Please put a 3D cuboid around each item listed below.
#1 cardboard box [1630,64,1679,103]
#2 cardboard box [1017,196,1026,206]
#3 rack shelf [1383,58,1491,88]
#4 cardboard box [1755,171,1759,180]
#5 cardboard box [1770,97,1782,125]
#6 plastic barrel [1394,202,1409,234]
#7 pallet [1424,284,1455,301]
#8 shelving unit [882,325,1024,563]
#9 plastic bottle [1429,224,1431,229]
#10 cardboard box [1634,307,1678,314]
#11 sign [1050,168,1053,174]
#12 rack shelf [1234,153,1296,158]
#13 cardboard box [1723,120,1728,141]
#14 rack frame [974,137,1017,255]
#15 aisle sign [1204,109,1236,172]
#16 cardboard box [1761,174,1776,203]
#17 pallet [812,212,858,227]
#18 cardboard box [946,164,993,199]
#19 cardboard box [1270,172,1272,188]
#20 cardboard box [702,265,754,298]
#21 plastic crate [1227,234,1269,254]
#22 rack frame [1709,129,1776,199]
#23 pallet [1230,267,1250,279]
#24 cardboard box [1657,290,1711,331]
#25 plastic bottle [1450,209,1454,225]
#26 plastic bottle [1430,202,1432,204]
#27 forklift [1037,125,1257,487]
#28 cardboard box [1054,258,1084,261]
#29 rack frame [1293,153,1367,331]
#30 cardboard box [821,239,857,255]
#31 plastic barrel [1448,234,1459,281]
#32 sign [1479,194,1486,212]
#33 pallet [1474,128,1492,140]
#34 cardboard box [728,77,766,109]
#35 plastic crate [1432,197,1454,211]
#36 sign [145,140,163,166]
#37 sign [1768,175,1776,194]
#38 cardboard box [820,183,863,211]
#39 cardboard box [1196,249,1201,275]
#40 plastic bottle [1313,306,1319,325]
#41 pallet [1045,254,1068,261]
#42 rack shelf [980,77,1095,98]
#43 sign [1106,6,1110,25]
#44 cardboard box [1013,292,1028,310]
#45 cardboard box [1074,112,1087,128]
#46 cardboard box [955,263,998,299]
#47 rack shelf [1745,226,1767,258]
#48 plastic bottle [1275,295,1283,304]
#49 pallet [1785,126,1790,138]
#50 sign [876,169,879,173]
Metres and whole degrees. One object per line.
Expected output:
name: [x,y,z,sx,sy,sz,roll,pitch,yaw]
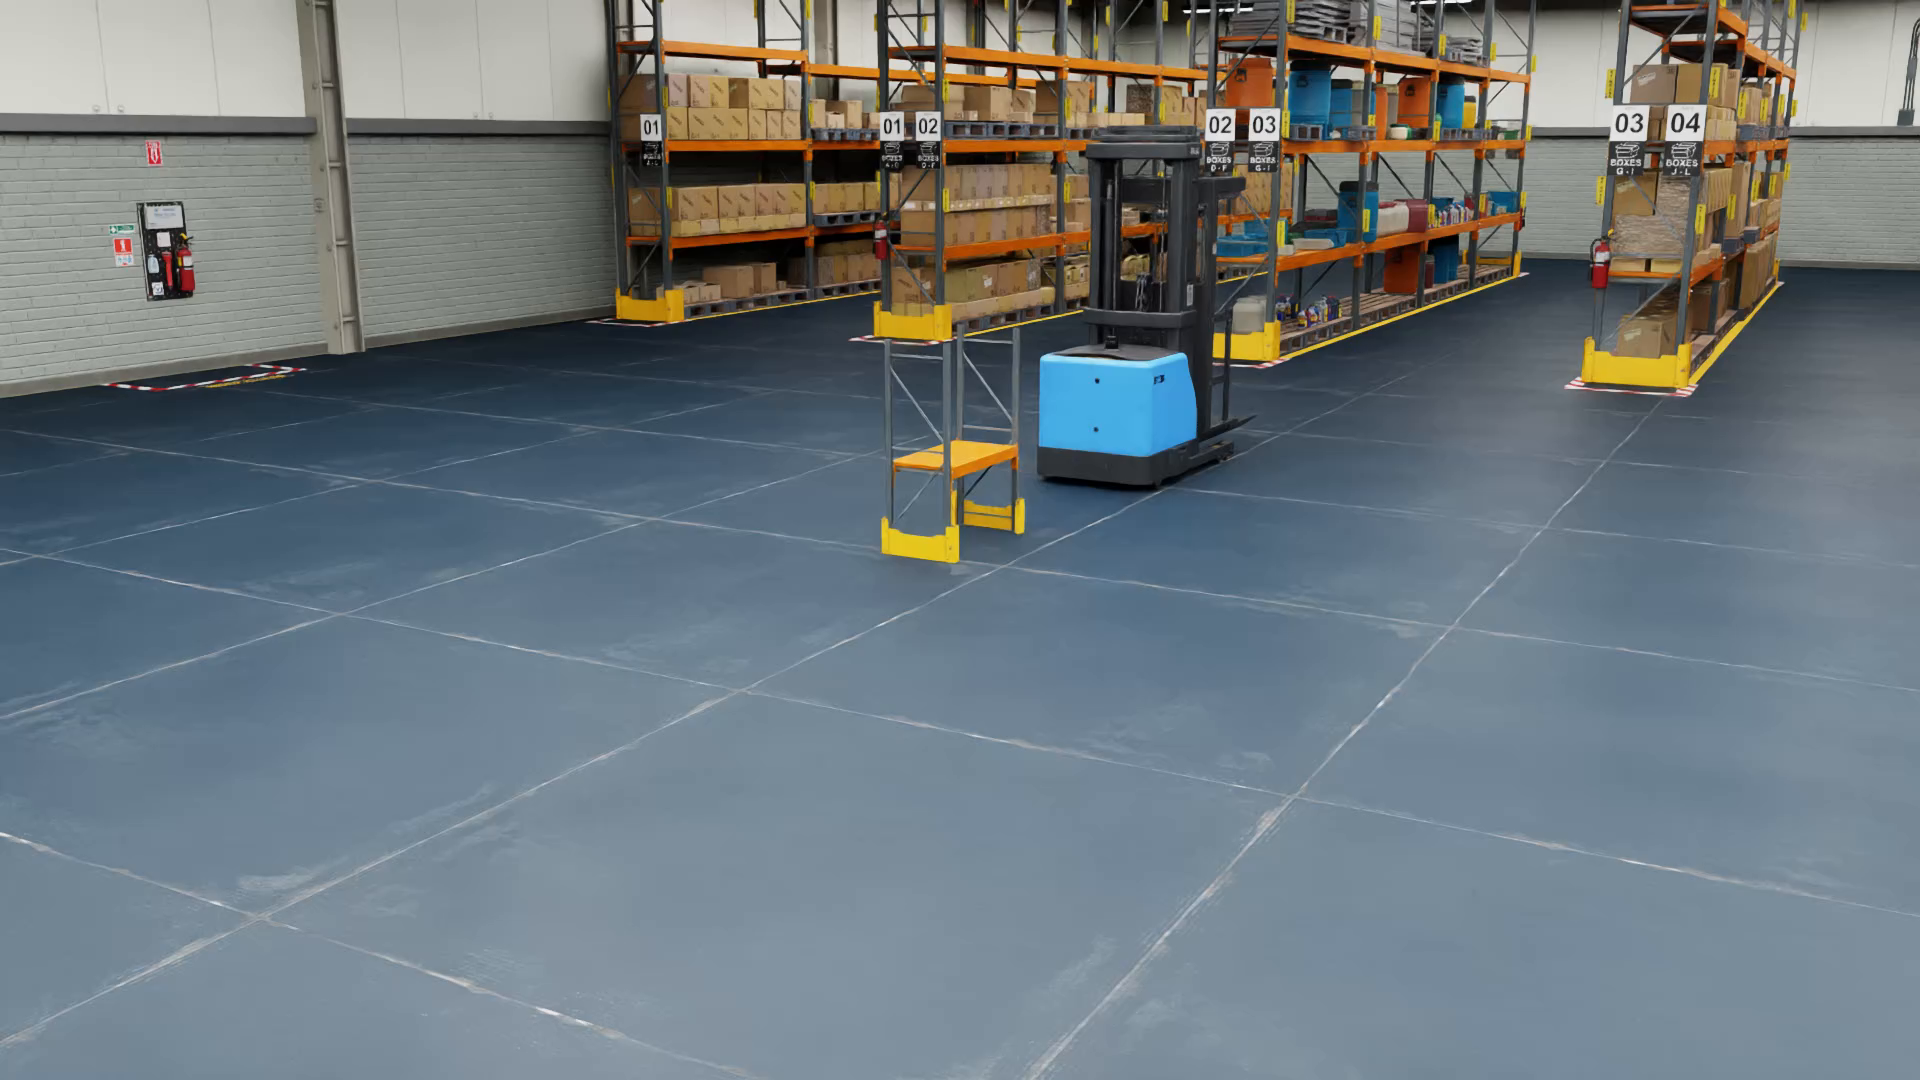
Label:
cardboard box: [8.513,-5.553,20.352,0.500,0.500,0.500,7,15,28]
cardboard box: [0.812,-5.331,26.148,0.380,0.149,0.250,7,15,28]
rack shelf: [8.484,-8.297,29.636,1.077,0.370,4.000,7,15,28]
cardboard box: [13.143,-6.039,28.327,0.797,0.503,0.637,8,15,29]
cardboard box: [14.753,-7.902,30.686,0.700,0.500,0.500,8,16,30]
plastic barrel: [7.207,-5.333,27.517,0.421,0.512,0.421,0,14,0]
pallet: [8.453,-4.574,30.558,1.003,0.211,1.213,7,15,28]
shelving unit: [-0.037,-0.713,11.793,0.587,1.500,1.083,7,15,28]
plastic bottle: [8.136,-5.510,28.914,0.097,0.201,0.097,0,14,0]
cardboard box: [8.880,-2.680,21.186,0.500,0.500,0.500,9,16,33]
sign: [2.229,-8.801,40.125,0.100,0.325,0.005,7,15,28]
rack shelf: [6.083,-8.416,35.676,1.077,0.370,4.000,7,15,28]
cardboard box: [9.424,-5.183,21.054,0.500,0.250,0.500,7,15,28]
rack frame: [0.778,-7.457,36.566,1.000,3.000,0.127,7,15,28]
aisle sign: [3.355,-5.156,21.472,0.394,0.787,0.004,7,15,28]
cardboard box: [14.487,-6.379,30.180,0.500,0.500,0.500,7,15,28]
pallet: [-2.592,-5.863,30.362,1.003,0.211,1.213,7,15,28]
cardboard box: [0.070,-5.431,25.181,0.700,0.500,0.500,7,15,28]
cardboard box: [6.586,-7.919,36.135,0.500,0.500,0.500,8,16,30]
cardboard box: [-3.935,-4.388,28.228,0.700,0.500,0.500,6,15,25]
plastic crate: [3.949,-4.070,22.832,0.499,0.251,0.408,7,15,28]
rack frame: [13.787,-5.774,29.582,1.000,3.000,0.127,7,15,28]
pallet: [5.449,-5.682,35.152,1.003,0.211,1.213,7,15,28]
cardboard box: [10.235,-3.255,23.528,0.700,0.500,0.500,6,15,24]
plastic bottle: [8.946,-5.903,30.385,0.152,0.276,0.135,7,15,28]
plastic bottle: [8.977,-6.267,31.734,0.144,0.351,0.185,7,15,28]
forklift: [1.828,-2.160,14.739,1.130,2.935,3.031,8,16,29]
cardboard box: [1.930,-4.823,29.415,0.500,0.311,0.500,7,15,27]
rack frame: [5.584,-4.694,25.102,1.000,3.000,0.127,7,15,28]
cardboard box: [-2.290,-5.530,31.367,0.500,0.250,0.500,7,15,26]
plastic barrel: [9.173,-5.409,31.652,0.600,0.901,0.708,7,15,28]
sign: [9.932,-6.407,31.618,0.100,0.325,0.005,7,15,28]
pallet: [9.157,-7.529,30.868,1.213,0.211,1.003,7,15,28]
cardboard box: [-3.593,-7.463,27.801,0.500,0.500,0.500,7,15,26]
plastic crate: [9.378,-6.491,32.463,0.392,0.384,0.575,7,15,28]
sign: [-9.661,-4.640,19.933,0.001,0.298,0.199,7,15,28]
sign: [14.266,-6.239,29.209,0.100,0.325,0.005,7,15,28]
cardboard box: [-2.246,-6.432,31.159,0.700,0.500,0.500,10,17,36]
cardboard box: [4.396,-5.454,32.651,0.500,0.500,0.500,7,15,26]
plastic bottle: [5.111,-3.230,23.912,0.097,0.271,0.097,0,14,0]
pallet: [1.803,-6.500,38.545,1.003,0.211,1.213,7,15,28]
rack shelf: [1.745,-10.240,37.696,1.077,0.370,4.000,7,15,28]
sign: [2.703,-9.545,30.262,0.100,0.325,0.005,7,15,28]
cardboard box: [0.737,-3.797,26.356,0.500,0.250,0.500,7,15,28]
cardboard box: [1.819,-7.083,28.038,0.500,0.250,0.500,6,15,23]
cardboard box: [0.240,-3.959,25.424,0.500,0.500,0.500,7,15,28]
rack shelf: [12.820,-5.014,27.965,1.077,0.370,4.000,7,15,28]
plastic bottle: [4.739,-3.462,24.708,0.144,0.351,0.185,7,15,26]
pallet: [15.371,-7.856,32.009,1.003,0.211,1.213,7,15,28]
sign: [-1.643,-7.262,33.284,0.100,0.325,0.005,7,15,28]
